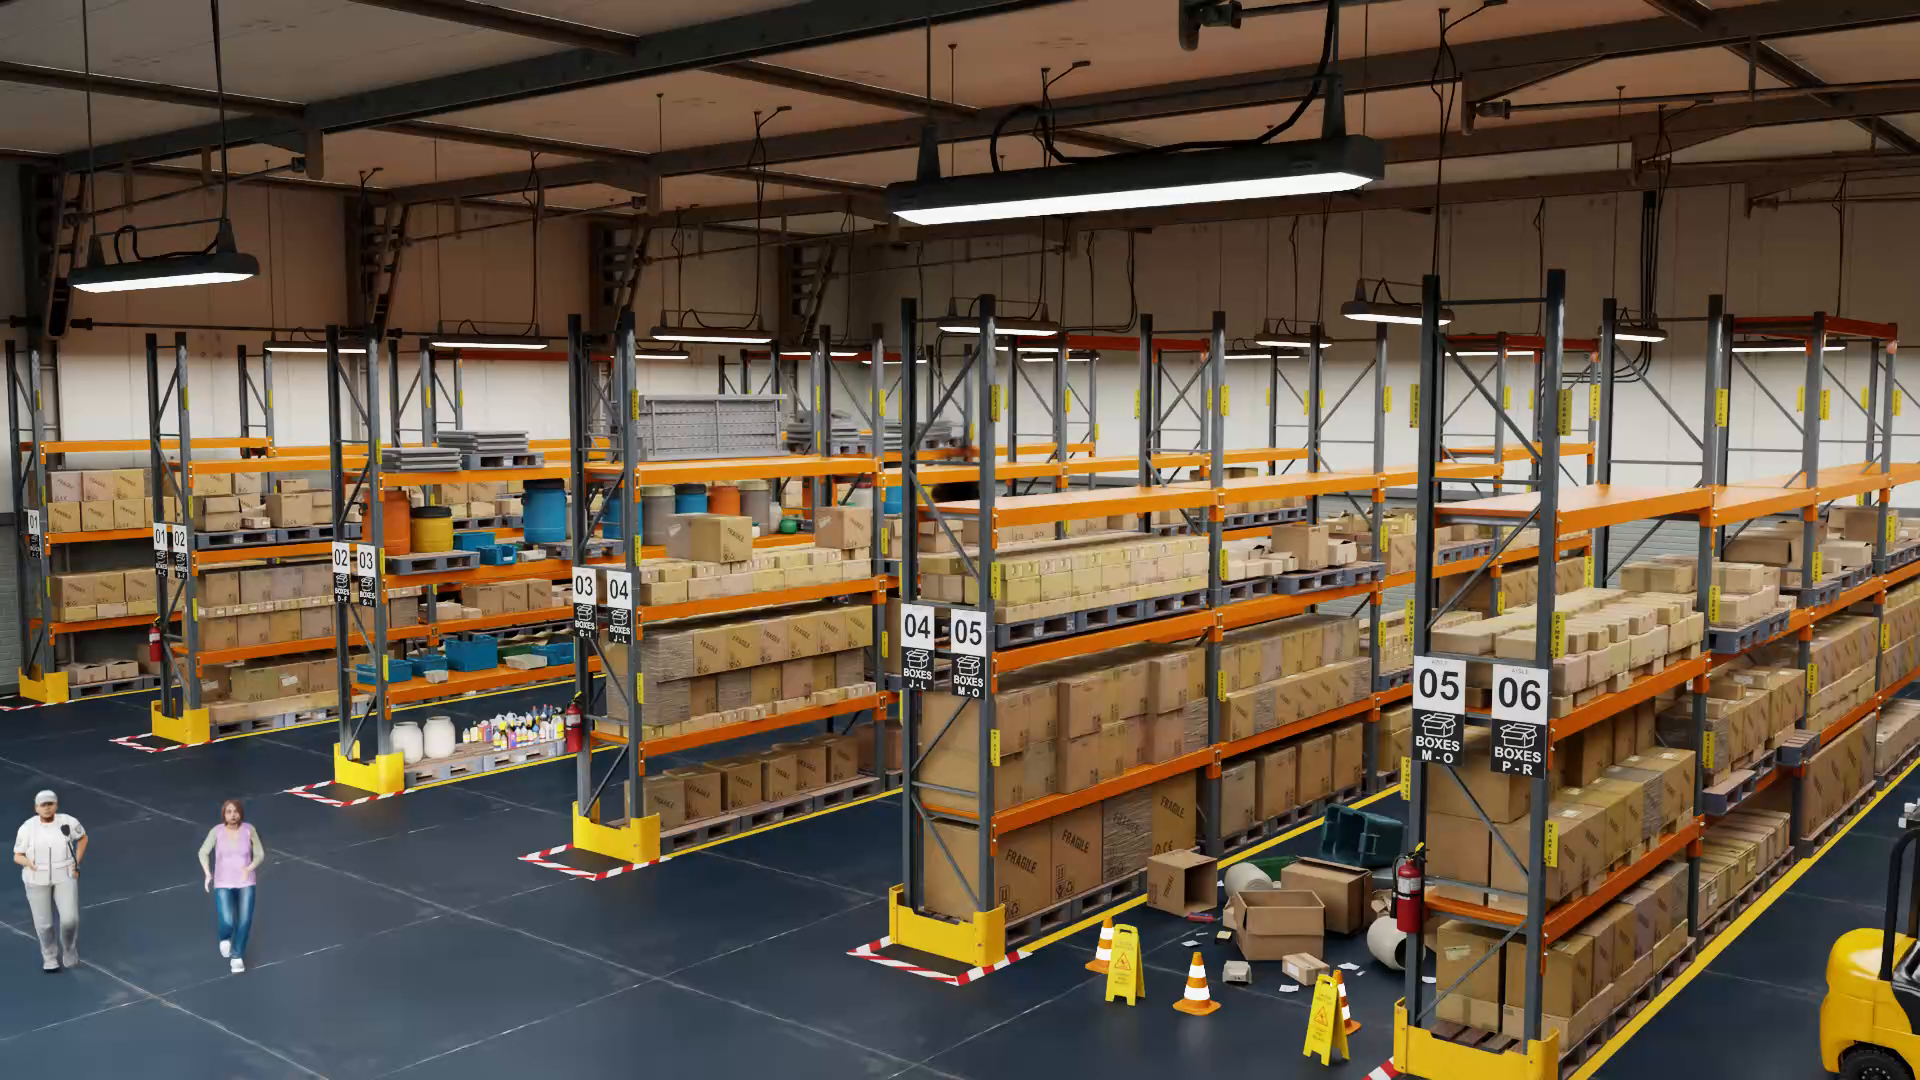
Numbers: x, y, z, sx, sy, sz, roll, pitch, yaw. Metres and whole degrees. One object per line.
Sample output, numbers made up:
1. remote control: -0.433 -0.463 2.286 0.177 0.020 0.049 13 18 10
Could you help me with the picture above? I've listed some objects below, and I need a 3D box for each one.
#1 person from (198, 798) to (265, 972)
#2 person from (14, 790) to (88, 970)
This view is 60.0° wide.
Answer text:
1. person: -6.431 3.068 14.724 0.530 1.558 0.537 -3 6 -28
2. person: -8.023 3.025 14.706 0.582 1.634 0.605 -3 6 -28
